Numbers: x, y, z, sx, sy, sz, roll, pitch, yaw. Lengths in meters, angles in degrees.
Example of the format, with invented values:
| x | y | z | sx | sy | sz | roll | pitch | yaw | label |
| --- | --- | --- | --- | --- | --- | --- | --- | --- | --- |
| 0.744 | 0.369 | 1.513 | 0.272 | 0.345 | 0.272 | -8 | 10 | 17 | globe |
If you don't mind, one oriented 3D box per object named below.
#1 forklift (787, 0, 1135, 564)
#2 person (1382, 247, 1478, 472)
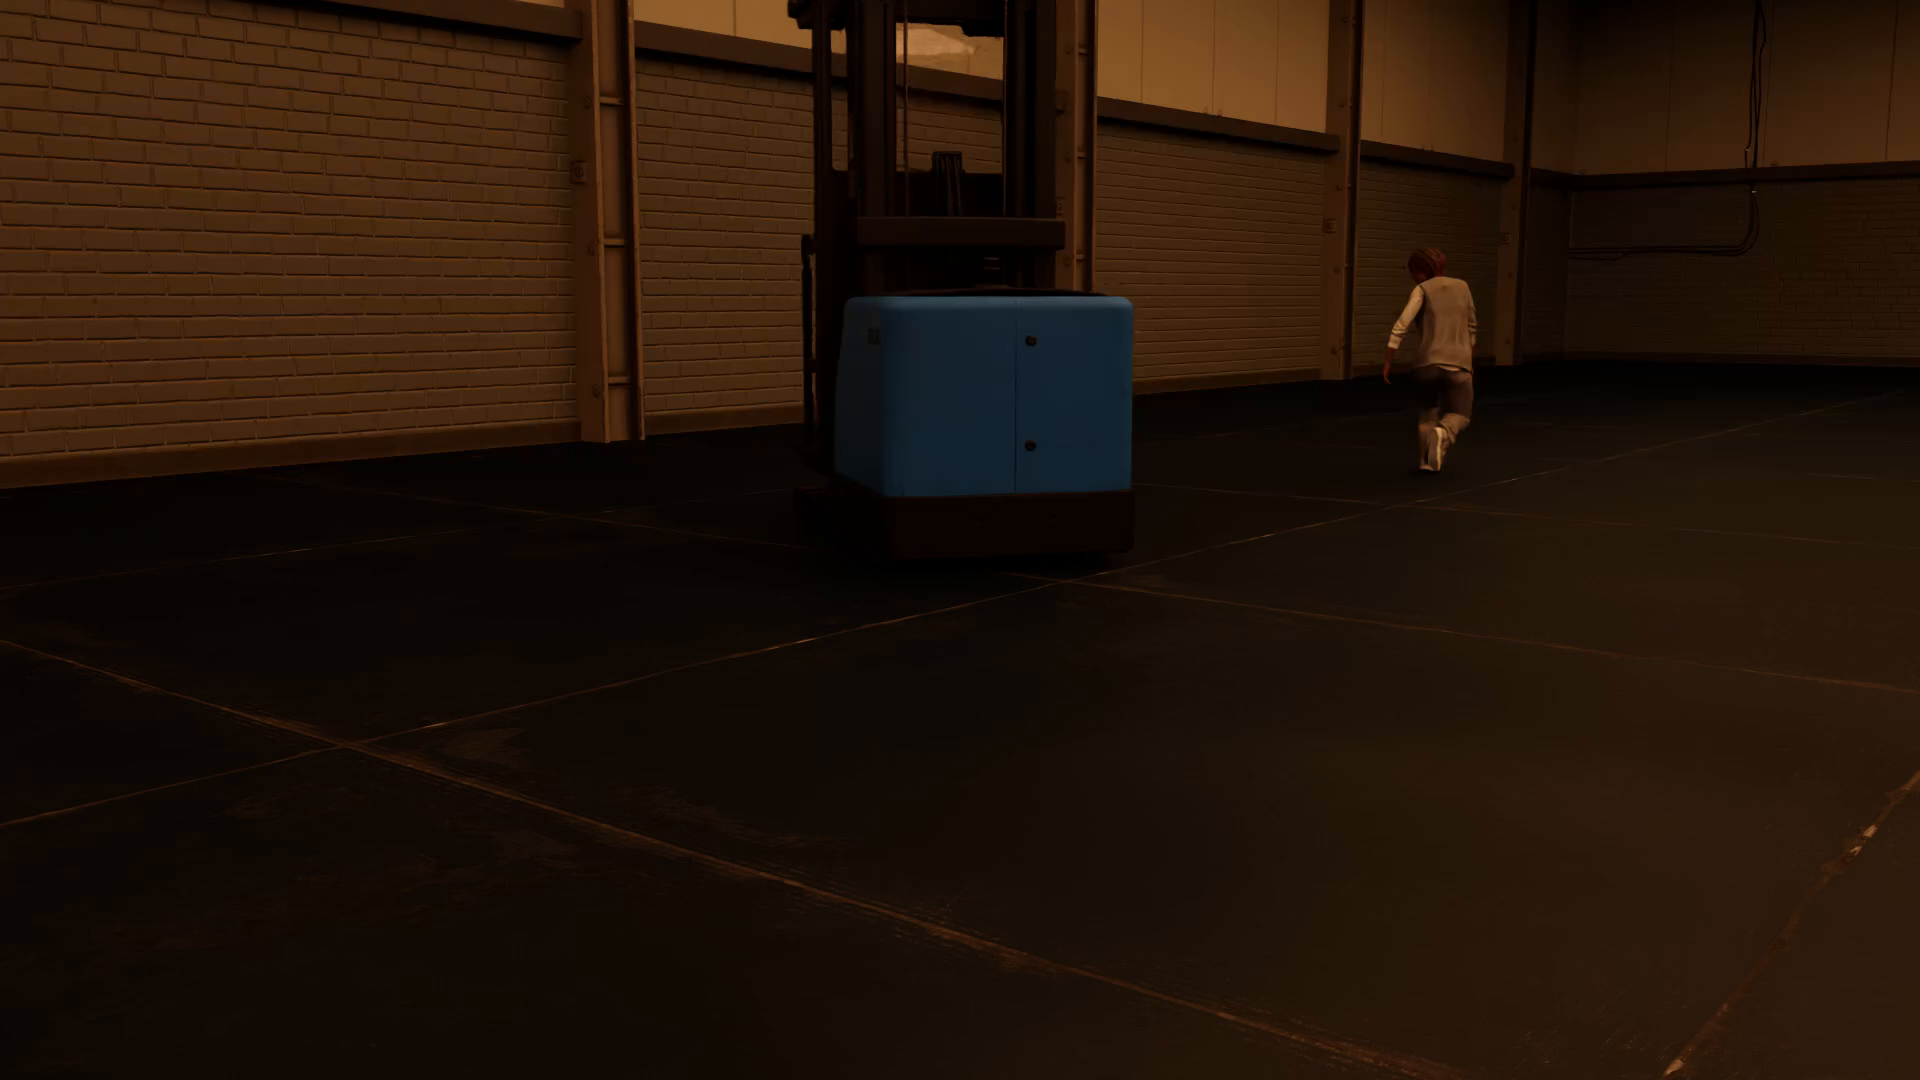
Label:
| x | y | z | sx | sy | sz | roll | pitch | yaw | label |
| --- | --- | --- | --- | --- | --- | --- | --- | --- | --- |
| -0.182 | -1.531 | 7.744 | 1.130 | 2.935 | 3.031 | -2 | 9 | -15 | forklift |
| 2.877 | -1.088 | 10.145 | 0.580 | 1.393 | 0.635 | 1 | 8 | 10 | person |
